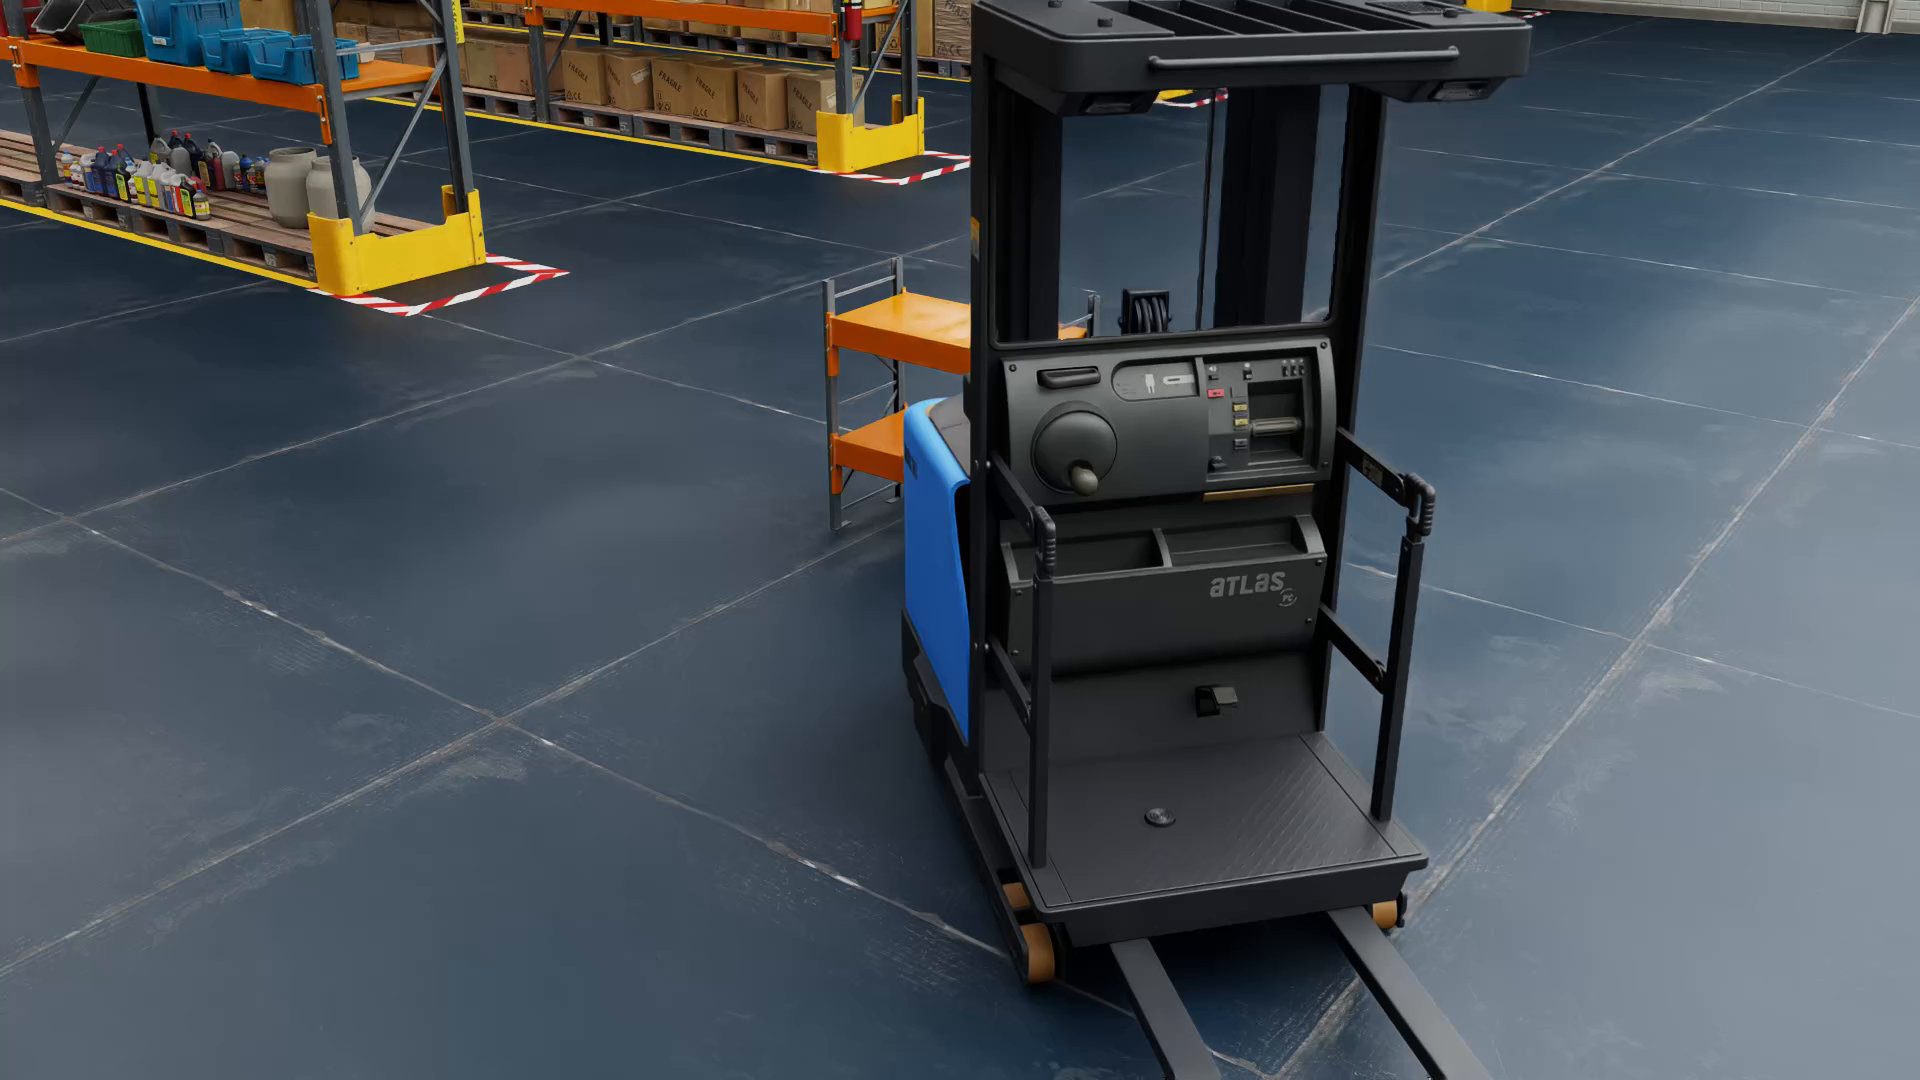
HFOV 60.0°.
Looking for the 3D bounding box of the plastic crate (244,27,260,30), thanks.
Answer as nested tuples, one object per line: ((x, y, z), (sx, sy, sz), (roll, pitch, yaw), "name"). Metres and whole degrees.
((-5.451, -3.717, 12.292), (0.437, 0.136, 0.530), (17, 29, 33), "plastic crate")

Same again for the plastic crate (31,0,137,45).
((-6.560, -3.952, 12.577), (0.504, 0.338, 0.767), (17, 29, 33), "plastic crate")

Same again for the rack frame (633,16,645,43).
((-4.077, -8.289, 22.344), (0.127, 3.000, 1.000), (17, 29, 33), "rack frame")

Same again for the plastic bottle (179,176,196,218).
((-5.538, -2.464, 11.946), (0.133, 0.283, 0.061), (18, 29, 35), "plastic bottle")

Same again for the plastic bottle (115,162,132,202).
((-6.247, -2.679, 12.432), (0.133, 0.283, 0.061), (18, 30, 36), "plastic bottle")

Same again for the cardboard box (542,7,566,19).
((-5.606, -7.662, 23.499), (0.500, 0.500, 0.500), (15, 28, 31), "cardboard box")

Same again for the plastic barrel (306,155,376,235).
((-4.274, -2.369, 11.472), (0.421, 0.512, 0.421), (0, 24, 0), "plastic barrel")

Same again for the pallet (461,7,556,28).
((-6.654, -7.793, 24.675), (1.213, 0.211, 1.003), (17, 29, 33), "pallet")

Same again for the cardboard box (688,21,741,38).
((-2.942, -7.066, 21.835), (0.750, 0.750, 1.050), (17, 29, 34), "cardboard box")

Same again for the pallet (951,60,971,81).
((0.666, -5.542, 19.567), (1.213, 0.211, 1.003), (17, 29, 33), "pallet")

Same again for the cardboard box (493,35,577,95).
((-4.410, -4.959, 17.340), (0.500, 0.500, 0.700), (14, 28, 29), "cardboard box")

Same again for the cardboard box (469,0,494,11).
((-6.845, -8.041, 24.359), (0.500, 0.500, 0.500), (18, 30, 35), "cardboard box")

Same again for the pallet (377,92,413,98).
((-6.508, -5.248, 18.899), (1.213, 0.211, 1.003), (17, 29, 33), "pallet")

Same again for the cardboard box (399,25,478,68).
((-5.675, -5.351, 18.228), (0.500, 0.500, 0.700), (20, 31, 38), "cardboard box")

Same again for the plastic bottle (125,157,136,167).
((-6.317, -2.776, 12.668), (0.097, 0.271, 0.097), (0, 24, 0), "plastic bottle")

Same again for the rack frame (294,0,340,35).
((-7.133, -6.714, 18.767), (0.127, 3.000, 1.000), (17, 29, 33), "rack frame")

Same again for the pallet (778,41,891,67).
((-1.539, -6.208, 21.079), (1.213, 0.211, 1.003), (17, 29, 33), "pallet")

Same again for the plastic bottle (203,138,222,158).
((-5.802, -2.950, 12.965), (0.185, 0.351, 0.144), (17, 29, 33), "plastic bottle")

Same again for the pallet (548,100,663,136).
((-3.373, -4.319, 16.791), (1.213, 0.211, 1.003), (17, 29, 33), "pallet")

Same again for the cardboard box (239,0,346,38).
((-7.672, -6.107, 19.505), (0.875, 0.875, 1.225), (15, 28, 31), "cardboard box")

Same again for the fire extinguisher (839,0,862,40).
((-0.916, -4.567, 13.992), (0.183, 0.674, 0.296), (17, 29, 33), "fire extinguisher")

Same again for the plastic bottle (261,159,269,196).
((-5.240, -2.756, 12.622), (0.097, 0.271, 0.097), (0, 24, 0), "plastic bottle")

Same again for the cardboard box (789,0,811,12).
((-1.283, -4.727, 14.570), (0.250, 0.149, 0.380), (17, 29, 33), "cardboard box")

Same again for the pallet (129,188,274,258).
((-5.409, -2.402, 12.439), (1.213, 0.211, 1.003), (17, 29, 33), "pallet")

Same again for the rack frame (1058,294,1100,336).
((0.401, -0.393, 6.748), (0.032, 1.125, 0.500), (17, 29, 33), "rack frame")

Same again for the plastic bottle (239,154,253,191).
((-5.482, -2.829, 12.789), (0.097, 0.271, 0.097), (0, 24, 0), "plastic bottle")

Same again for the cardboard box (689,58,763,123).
((-2.209, -4.275, 15.811), (0.500, 0.500, 0.500), (20, 31, 38), "cardboard box")

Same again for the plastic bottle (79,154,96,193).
((-6.635, -2.815, 12.752), (0.135, 0.276, 0.152), (18, 30, 35), "plastic bottle")

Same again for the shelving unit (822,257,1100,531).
((-0.005, -0.516, 7.027), (1.048, 1.125, 0.538), (17, 29, 33), "shelving unit")

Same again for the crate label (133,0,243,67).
((-5.337, -3.555, 11.555), (0.616, 0.435, 0.502), (17, 29, 33), "crate label")

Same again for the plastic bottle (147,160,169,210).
((-5.865, -2.615, 12.205), (0.185, 0.351, 0.144), (18, 30, 35), "plastic bottle")

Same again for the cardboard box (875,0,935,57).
((-0.415, -6.367, 20.096), (0.875, 0.875, 0.875), (17, 29, 34), "cardboard box")

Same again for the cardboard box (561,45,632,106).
((-3.636, -4.685, 16.742), (0.500, 0.500, 0.500), (16, 28, 32), "cardboard box")

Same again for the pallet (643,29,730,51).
((-3.491, -6.798, 22.418), (1.213, 0.211, 1.003), (17, 29, 33), "pallet")

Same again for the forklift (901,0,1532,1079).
((0.624, -0.304, 4.305), (1.130, 2.935, 3.031), (-5, 24, -12), "forklift")

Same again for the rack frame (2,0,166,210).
((-6.902, -4.148, 12.945), (0.127, 3.000, 1.000), (17, 29, 33), "rack frame")

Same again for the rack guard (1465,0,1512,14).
((8.206, -8.429, 25.761), (0.348, 0.500, 1.175), (17, 29, 33), "rack guard")

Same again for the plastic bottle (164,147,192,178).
((-6.129, -2.940, 13.035), (0.135, 0.276, 0.152), (17, 29, 33), "plastic bottle")

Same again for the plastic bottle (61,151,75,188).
((-6.910, -2.883, 12.910), (0.097, 0.271, 0.097), (0, 24, 0), "plastic bottle")

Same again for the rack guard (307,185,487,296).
((-3.791, -2.040, 11.261), (0.348, 0.500, 1.175), (17, 29, 33), "rack guard")

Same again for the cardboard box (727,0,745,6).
((-1.879, -4.910, 14.986), (0.250, 0.149, 0.380), (17, 29, 33), "cardboard box")

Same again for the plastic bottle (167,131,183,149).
((-6.214, -3.075, 13.248), (0.185, 0.351, 0.144), (16, 28, 32), "plastic bottle")

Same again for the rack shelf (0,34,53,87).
((-8.503, -4.303, 14.188), (4.000, 0.370, 1.077), (17, 29, 33), "rack shelf")
